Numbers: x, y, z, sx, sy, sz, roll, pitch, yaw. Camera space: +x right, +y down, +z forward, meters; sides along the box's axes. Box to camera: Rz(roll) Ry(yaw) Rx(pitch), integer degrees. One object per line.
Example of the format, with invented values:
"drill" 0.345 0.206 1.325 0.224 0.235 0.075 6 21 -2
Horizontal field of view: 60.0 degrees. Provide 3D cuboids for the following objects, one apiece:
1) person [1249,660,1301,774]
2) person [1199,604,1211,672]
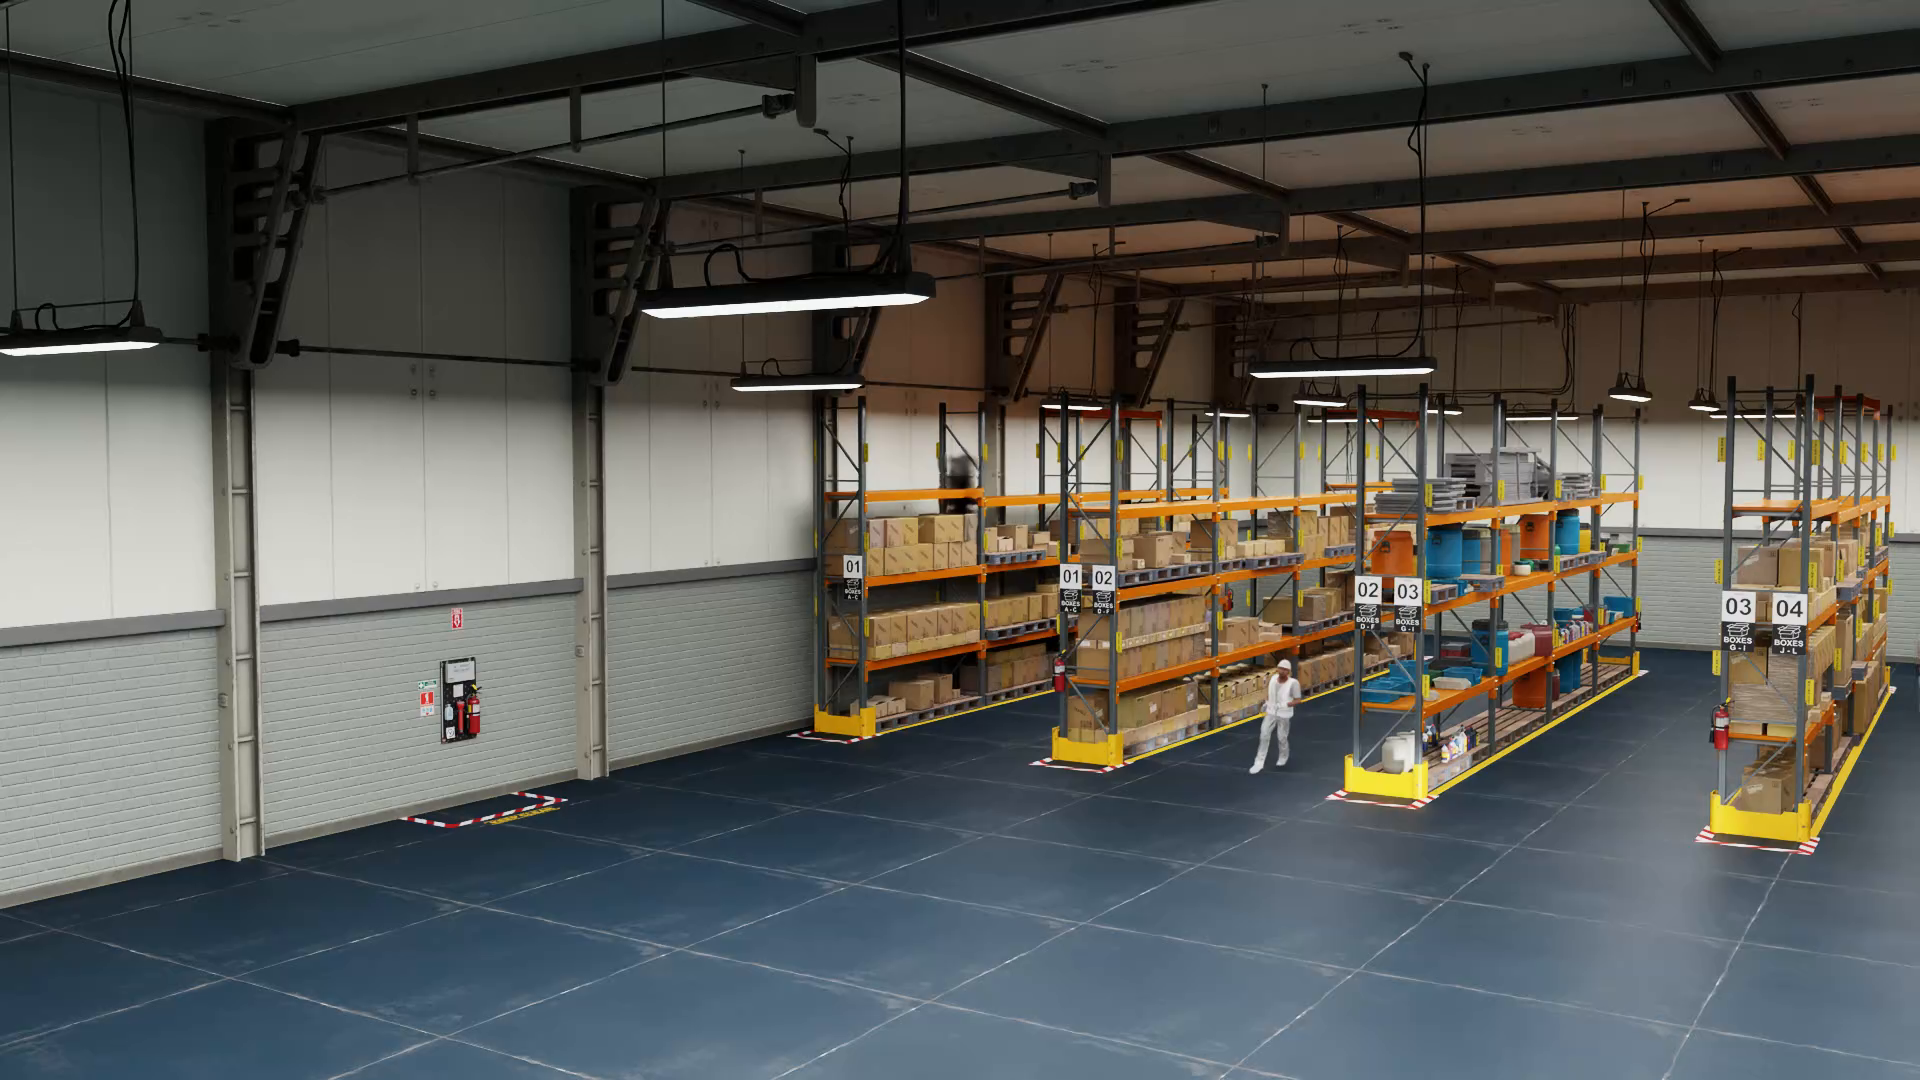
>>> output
"person" 4.989 2.727 25.919 0.718 1.752 0.922 2 3 30
"person" 5.654 2.227 38.335 0.631 1.614 0.956 1 3 11
